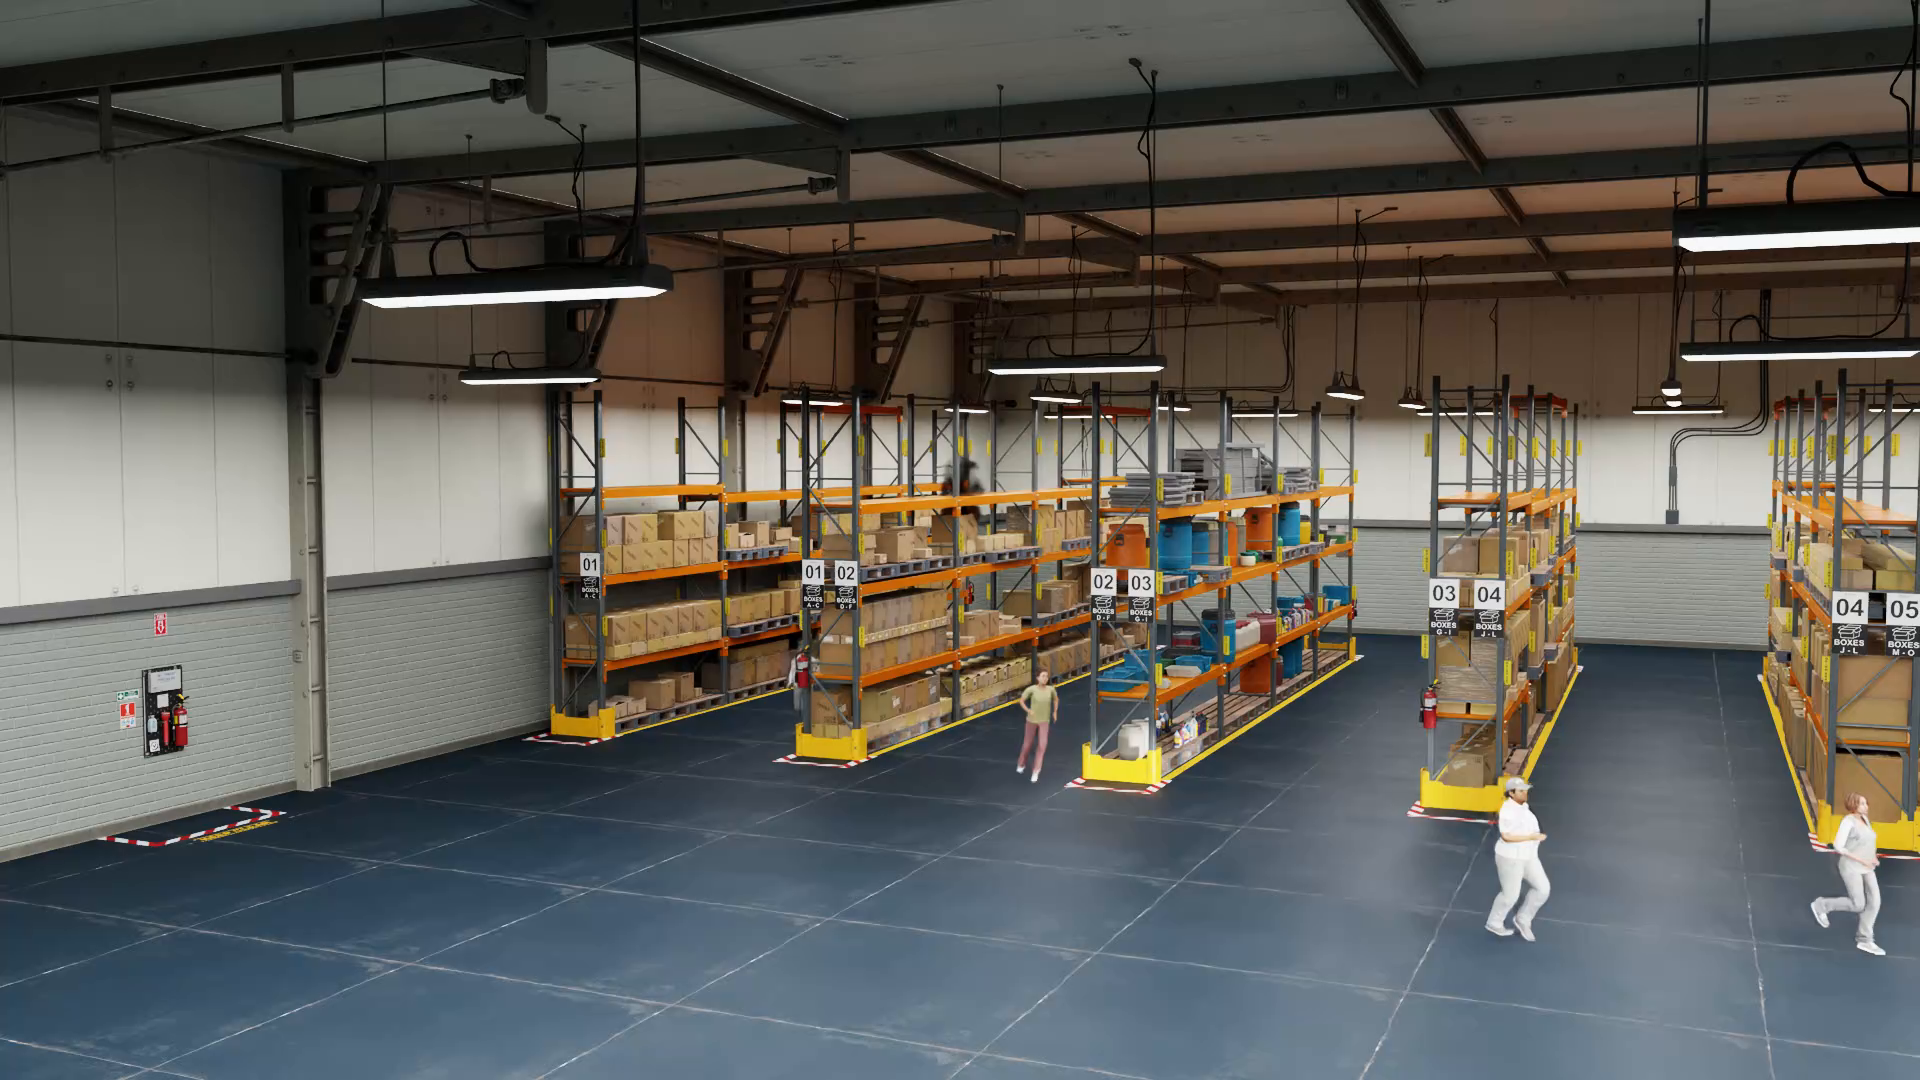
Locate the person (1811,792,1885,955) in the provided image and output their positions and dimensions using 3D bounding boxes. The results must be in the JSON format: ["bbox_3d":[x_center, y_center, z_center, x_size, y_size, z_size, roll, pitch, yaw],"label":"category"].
[{"bbox_3d":[8.934,3.301,16.651,0.536,1.575,0.734,-2,4,-32],"label":"person"}]

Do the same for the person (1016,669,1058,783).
[{"bbox_3d":[1.196,2.787,25.226,0.643,1.688,0.760,0,3,-6],"label":"person"}]

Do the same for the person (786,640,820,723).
[{"bbox_3d":[-2.713,2.571,29.278,0.603,1.648,0.593,1,3,18],"label":"person"}]

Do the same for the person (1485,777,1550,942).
[{"bbox_3d":[5.675,3.251,16.860,0.586,1.695,0.661,-3,4,-41],"label":"person"}]
